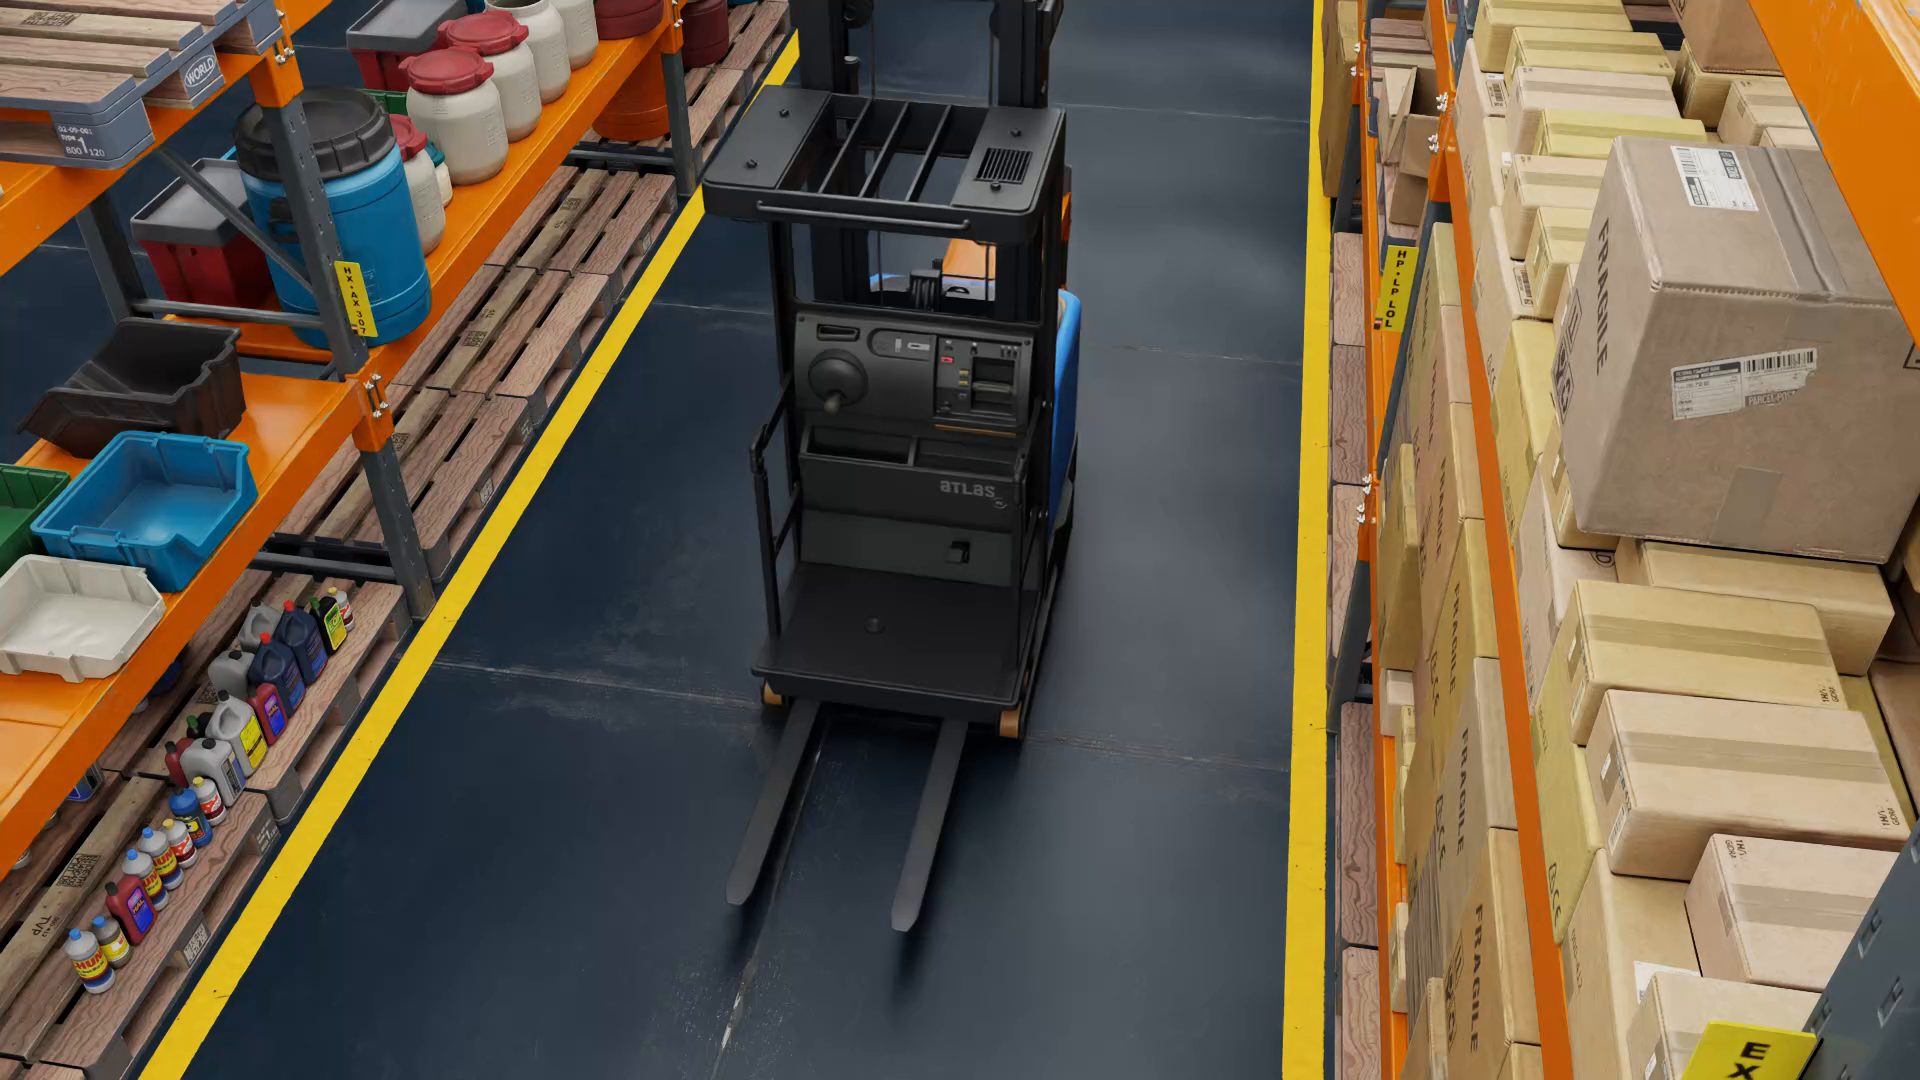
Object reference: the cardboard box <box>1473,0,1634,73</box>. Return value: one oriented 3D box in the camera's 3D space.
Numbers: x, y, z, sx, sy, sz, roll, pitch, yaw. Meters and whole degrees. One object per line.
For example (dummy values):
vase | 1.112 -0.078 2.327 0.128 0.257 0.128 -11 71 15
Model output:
cardboard box | 1.656 -1.421 4.663 0.380 0.149 0.250 5 40 6

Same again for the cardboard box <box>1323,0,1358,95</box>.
cardboard box | 3.010 -3.182 10.679 1.225 0.875 0.875 7 40 8

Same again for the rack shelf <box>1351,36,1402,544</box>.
rack shelf | 2.362 -1.317 7.651 1.077 0.370 4.000 6 40 8

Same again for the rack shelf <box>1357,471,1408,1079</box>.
rack shelf | 1.670 1.193 4.614 1.077 0.370 4.000 6 40 8

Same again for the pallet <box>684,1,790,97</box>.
pallet | -1.861 -3.584 12.016 1.003 0.211 1.213 6 40 8

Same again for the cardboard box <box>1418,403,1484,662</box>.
cardboard box | 1.516 0.004 4.391 0.500 0.500 0.500 6 40 8

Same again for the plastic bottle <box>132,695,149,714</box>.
plastic bottle | -3.317 0.562 6.609 0.097 0.271 0.097 0 40 0

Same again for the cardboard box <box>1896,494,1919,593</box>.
cardboard box | 1.847 -0.233 2.716 0.500 0.500 0.500 6 40 7

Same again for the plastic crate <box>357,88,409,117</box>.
plastic crate | -2.839 -1.928 7.991 0.450 0.188 0.662 6 40 8

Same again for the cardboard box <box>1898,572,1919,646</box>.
cardboard box | 1.825 0.133 2.783 0.380 0.149 0.250 6 40 8

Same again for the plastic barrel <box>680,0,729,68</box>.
plastic barrel | -1.907 -3.646 11.466 0.600 0.588 0.708 6 40 8

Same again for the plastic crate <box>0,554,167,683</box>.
plastic crate | -2.894 0.263 5.382 0.530 0.136 0.437 6 40 8

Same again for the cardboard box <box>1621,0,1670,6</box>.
cardboard box | 2.195 -1.981 5.124 0.797 0.503 0.637 5 40 5

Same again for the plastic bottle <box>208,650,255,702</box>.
plastic bottle | -2.873 0.550 6.619 0.152 0.276 0.135 6 40 8

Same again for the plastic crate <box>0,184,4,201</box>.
plastic crate | -2.742 -0.888 4.420 0.243 0.136 0.396 6 40 8

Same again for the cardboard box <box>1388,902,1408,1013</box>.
cardboard box | 1.326 1.113 4.344 0.380 0.149 0.250 6 40 8

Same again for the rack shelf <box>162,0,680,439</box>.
rack shelf | -2.516 -1.863 8.311 1.077 0.370 4.000 6 40 8

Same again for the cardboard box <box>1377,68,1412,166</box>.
cardboard box | 2.192 -1.927 7.612 0.500 0.250 0.500 5 40 6

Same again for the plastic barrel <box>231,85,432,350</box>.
plastic barrel | -2.497 -1.288 6.657 0.600 0.901 0.708 6 40 8

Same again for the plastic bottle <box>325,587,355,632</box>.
plastic bottle | -2.618 0.285 6.998 0.097 0.201 0.097 0 40 0

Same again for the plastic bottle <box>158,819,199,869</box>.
plastic bottle | -2.840 1.090 6.025 0.097 0.201 0.097 0 40 0

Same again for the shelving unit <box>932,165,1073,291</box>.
shelving unit | 0.218 -1.152 8.357 0.538 1.125 1.048 7 40 8

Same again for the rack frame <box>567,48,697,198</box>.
rack frame | -2.170 -3.396 9.600 1.000 3.000 0.127 6 40 8

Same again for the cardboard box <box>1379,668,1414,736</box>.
cardboard box | 1.493 0.485 5.103 0.380 0.149 0.250 6 40 8

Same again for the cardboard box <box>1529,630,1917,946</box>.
cardboard box | 1.241 0.428 2.738 0.500 0.250 0.500 7 40 8

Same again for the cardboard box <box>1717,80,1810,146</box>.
cardboard box | 2.150 -1.031 4.190 0.380 0.149 0.250 5 40 5

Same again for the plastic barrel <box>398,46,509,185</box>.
plastic barrel | -2.354 -1.975 7.774 0.433 0.535 0.433 0 40 0

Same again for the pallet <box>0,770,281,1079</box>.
pallet | -3.228 1.374 6.019 1.003 0.211 1.213 6 40 8

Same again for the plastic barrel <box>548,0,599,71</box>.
plastic barrel | -2.138 -2.770 8.755 0.421 0.512 0.421 0 40 0

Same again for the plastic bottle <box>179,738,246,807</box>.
plastic bottle | -2.811 0.855 6.251 0.152 0.276 0.135 7 40 8

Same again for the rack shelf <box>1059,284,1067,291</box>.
rack shelf | 0.218 -0.964 8.513 0.538 0.278 1.000 7 40 8

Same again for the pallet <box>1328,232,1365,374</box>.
pallet | 2.572 -1.285 9.235 1.003 0.211 1.213 6 40 8

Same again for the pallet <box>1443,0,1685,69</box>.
pallet | 2.228 -1.799 5.462 1.213 0.211 1.003 6 40 8

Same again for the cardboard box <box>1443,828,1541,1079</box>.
cardboard box | 1.257 0.946 3.253 0.500 0.500 0.500 6 40 8

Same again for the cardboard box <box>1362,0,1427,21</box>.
cardboard box | 2.550 -3.225 9.315 0.500 0.500 0.500 8 40 9

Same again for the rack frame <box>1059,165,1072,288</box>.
rack frame | 0.315 -1.470 8.742 0.500 1.125 0.032 7 40 8

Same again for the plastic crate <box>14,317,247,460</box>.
plastic crate | -3.078 -0.547 6.203 0.767 0.338 0.504 6 40 8

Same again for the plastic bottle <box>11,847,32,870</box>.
plastic bottle | -3.448 1.093 6.022 0.097 0.201 0.097 0 40 0

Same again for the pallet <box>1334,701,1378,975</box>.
pallet | 1.935 1.161 6.277 1.003 0.211 1.213 6 40 8

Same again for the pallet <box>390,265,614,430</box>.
pallet | -2.556 -1.076 8.982 1.003 0.211 1.213 6 40 8

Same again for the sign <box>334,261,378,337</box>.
sign | -2.322 -0.925 6.394 0.100 0.325 0.005 6 40 8

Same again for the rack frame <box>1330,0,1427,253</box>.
rack frame | 2.708 -2.850 8.940 1.000 3.000 0.127 6 40 8

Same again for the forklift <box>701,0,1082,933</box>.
forklift | -0.221 -0.569 6.235 1.130 2.935 3.031 7 40 8

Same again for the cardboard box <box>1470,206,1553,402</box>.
cardboard box | 1.503 -0.540 3.910 0.500 0.250 0.500 5 40 6

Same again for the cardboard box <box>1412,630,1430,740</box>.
cardboard box | 1.769 0.418 4.676 0.875 0.500 0.500 6 40 8

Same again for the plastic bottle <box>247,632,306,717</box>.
plastic bottle | -2.723 0.522 6.595 0.144 0.351 0.185 5 40 5

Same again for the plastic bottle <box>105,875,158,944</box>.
plastic bottle | -2.876 1.259 5.757 0.061 0.283 0.133 7 40 8

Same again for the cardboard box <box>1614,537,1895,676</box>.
cardboard box | 1.350 0.074 2.853 0.380 0.149 0.250 7 40 8

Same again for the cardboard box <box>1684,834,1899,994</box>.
cardboard box | 1.225 0.560 2.266 0.380 0.149 0.250 5 40 6

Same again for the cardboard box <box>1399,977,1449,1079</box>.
cardboard box | 1.415 1.349 3.550 0.875 0.500 0.500 6 40 8

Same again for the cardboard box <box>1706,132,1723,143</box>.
cardboard box | 2.094 -0.796 4.219 0.500 0.250 0.500 7 40 9

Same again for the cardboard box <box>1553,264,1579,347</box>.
cardboard box | 1.457 -0.433 3.468 0.380 0.149 0.250 7 40 9

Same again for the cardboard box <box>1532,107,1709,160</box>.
cardboard box | 1.610 -0.920 4.056 0.380 0.149 0.250 8 40 9
